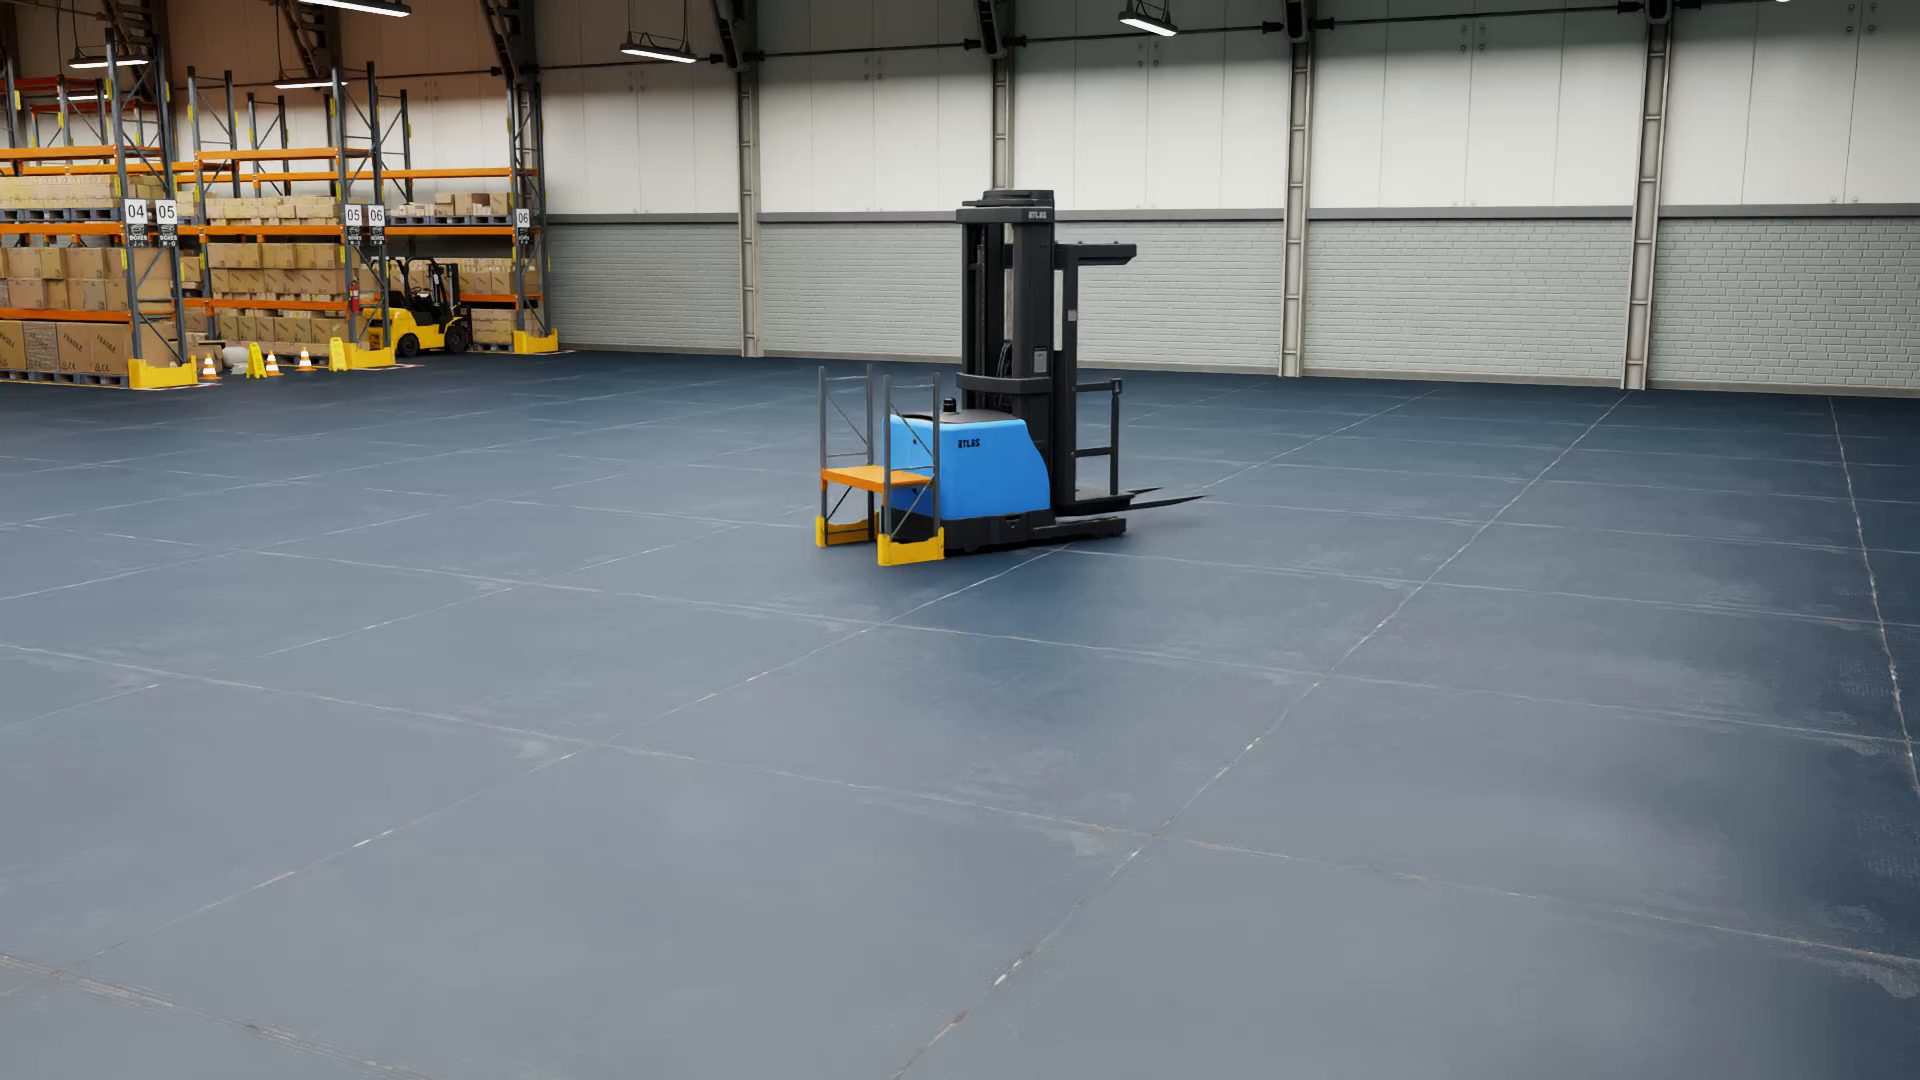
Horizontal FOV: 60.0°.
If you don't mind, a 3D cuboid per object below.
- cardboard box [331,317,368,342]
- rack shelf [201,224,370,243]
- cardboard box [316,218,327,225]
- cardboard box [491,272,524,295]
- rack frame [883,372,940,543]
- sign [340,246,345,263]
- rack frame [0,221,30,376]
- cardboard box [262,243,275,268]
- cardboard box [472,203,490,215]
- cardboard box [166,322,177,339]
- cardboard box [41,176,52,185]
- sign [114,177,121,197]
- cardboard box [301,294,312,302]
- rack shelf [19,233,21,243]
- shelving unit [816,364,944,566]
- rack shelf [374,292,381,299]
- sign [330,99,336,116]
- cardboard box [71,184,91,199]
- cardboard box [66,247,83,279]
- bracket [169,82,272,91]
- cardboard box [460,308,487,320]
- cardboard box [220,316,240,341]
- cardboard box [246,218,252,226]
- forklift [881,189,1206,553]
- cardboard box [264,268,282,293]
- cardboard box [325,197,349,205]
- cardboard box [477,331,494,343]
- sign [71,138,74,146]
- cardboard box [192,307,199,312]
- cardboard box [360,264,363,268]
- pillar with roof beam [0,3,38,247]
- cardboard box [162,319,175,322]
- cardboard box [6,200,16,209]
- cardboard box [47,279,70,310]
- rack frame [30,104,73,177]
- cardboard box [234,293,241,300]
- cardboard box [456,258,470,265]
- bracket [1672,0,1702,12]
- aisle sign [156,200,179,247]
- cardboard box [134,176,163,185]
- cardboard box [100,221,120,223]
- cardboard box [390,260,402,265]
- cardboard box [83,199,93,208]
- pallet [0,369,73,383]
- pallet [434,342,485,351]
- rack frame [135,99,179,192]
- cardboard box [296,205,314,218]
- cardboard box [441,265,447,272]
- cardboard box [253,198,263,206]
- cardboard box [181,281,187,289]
[{"bbox_3d":[-12.512,-4.316,34.092,0.500,0.500,0.500,5,11,24],"label":"cardboard box"},{"bbox_3d":[-13.683,-6.264,34.014,4.000,0.370,1.077,5,11,26],"label":"rack shelf"},{"bbox_3d":[-12.571,-6.334,33.089,0.250,0.149,0.380,5,11,26],"label":"cardboard box"},{"bbox_3d":[-10.254,-5.823,37.701,0.500,0.500,0.500,5,11,25],"label":"cardboard box"},{"bbox_3d":[-0.377,-0.561,13.117,0.500,1.500,0.032,-7,12,-34],"label":"rack frame"},{"bbox_3d":[-12.153,-5.622,32.734,0.005,0.325,0.100,5,11,26],"label":"sign"},{"bbox_3d":[-17.576,-4.501,30.675,0.127,3.000,1.000,5,11,26],"label":"rack frame"},{"bbox_3d":[-13.784,-5.803,33.949,0.500,0.500,0.700,5,11,25],"label":"cardboard box"},{"bbox_3d":[-10.801,-7.480,37.629,0.258,0.266,0.396,5,11,26],"label":"cardboard box"},{"bbox_3d":[-16.237,-4.155,33.659,0.500,0.500,0.500,5,11,26],"label":"cardboard box"},{"bbox_3d":[-15.809,-6.279,29.083,0.250,0.149,0.380,5,11,26],"label":"cardboard box"},{"bbox_3d":[-14.242,-5.973,28.122,0.005,0.325,0.100,5,11,26],"label":"sign"},{"bbox_3d":[-13.060,-4.897,33.571,0.250,0.149,0.380,5,12,27],"label":"cardboard box"},{"bbox_3d":[-19.370,-5.780,31.343,4.000,0.370,1.077,5,11,26],"label":"rack shelf"},{"bbox_3d":[-0.668,-0.637,13.539,0.587,1.500,1.083,-7,12,-34],"label":"shelving unit"},{"bbox_3d":[-15.077,-5.896,40.404,4.000,0.370,1.077,5,11,26],"label":"rack shelf"},{"bbox_3d":[-12.153,-8.387,32.233,0.005,0.325,0.100,5,11,26],"label":"sign"},{"bbox_3d":[-15.000,-6.023,28.792,0.500,0.250,0.500,5,11,26],"label":"cardboard box"},{"bbox_3d":[-15.281,-4.921,29.542,0.550,0.550,0.875,5,11,26],"label":"cardboard box"},{"bbox_3d":[-18.143,-11.351,41.573,4.783,0.066,0.076,5,11,26],"label":"bracket"},{"bbox_3d":[-11.165,-5.187,38.199,0.500,0.250,0.500,5,11,27],"label":"cardboard box"},{"bbox_3d":[-15.067,-4.432,34.733,0.500,0.500,0.500,6,12,29],"label":"cardboard box"},{"bbox_3d":[-14.383,-6.508,34.047,0.250,0.149,0.380,5,11,24],"label":"cardboard box"},{"bbox_3d":[0.826,-1.520,14.401,3.031,2.935,1.130,-7,13,-35],"label":"forklift"},{"bbox_3d":[-13.838,-5.301,33.984,0.500,0.500,0.500,5,11,26],"label":"cardboard box"},{"bbox_3d":[-12.323,-6.708,32.917,0.250,0.149,0.380,5,11,26],"label":"cardboard box"},{"bbox_3d":[-10.699,-4.658,38.086,0.500,0.250,0.500,5,11,26],"label":"cardboard box"},{"bbox_3d":[-23.781,-10.614,44.543,0.005,0.325,0.100,5,11,26],"label":"sign"},{"bbox_3d":[-19.277,-5.875,42.286,0.250,0.149,0.380,5,11,26],"label":"cardboard box"},{"bbox_3d":[-14.124,-6.497,39.605,0.250,0.149,0.380,5,11,26],"label":"cardboard box"},{"bbox_3d":[-27.969,-9.659,42.330,0.548,9.000,9.100,5,11,26],"label":"pillar with roof beam"},{"bbox_3d":[-20.124,-5.625,42.729,0.500,0.500,0.500,6,12,28],"label":"cardboard box"},{"bbox_3d":[-16.719,-5.966,29.596,0.250,0.149,0.380,5,11,25],"label":"cardboard box"},{"bbox_3d":[-15.785,-4.420,29.811,0.500,0.550,0.875,5,11,26],"label":"cardboard box"},{"bbox_3d":[-24.045,-9.990,44.160,0.127,3.000,1.000,5,11,26],"label":"rack frame"},{"bbox_3d":[-14.835,-5.072,34.537,0.250,0.149,0.380,5,11,26],"label":"cardboard box"},{"bbox_3d":[-11.300,-6.371,38.072,0.250,0.149,0.380,5,12,27],"label":"cardboard box"},{"bbox_3d":[11.816,-8.719,27.028,0.430,0.232,0.235,5,11,26],"label":"bracket"},{"bbox_3d":[-13.793,-5.507,28.936,0.004,0.787,0.394,5,11,26],"label":"aisle sign"},{"bbox_3d":[-14.148,-6.263,28.998,0.250,0.149,0.380,5,11,26],"label":"cardboard box"},{"bbox_3d":[-18.218,-7.063,36.132,0.500,0.500,0.700,5,11,26],"label":"cardboard box"},{"bbox_3d":[-13.129,-6.535,38.976,0.250,0.149,0.380,5,12,27],"label":"cardboard box"},{"bbox_3d":[-14.893,-5.806,28.710,0.250,0.149,0.380,5,11,27],"label":"cardboard box"},{"bbox_3d":[-16.929,-3.056,30.524,1.213,0.211,1.003,5,11,26],"label":"pallet"},{"bbox_3d":[-11.491,-4.555,38.804,1.213,0.211,1.003,5,11,26],"label":"pallet"},{"bbox_3d":[-20.458,-9.675,42.418,0.127,3.000,1.000,5,11,26],"label":"rack frame"},{"bbox_3d":[-12.912,-6.572,33.283,0.500,0.250,0.500,5,11,25],"label":"cardboard box"},{"bbox_3d":[-11.736,-6.268,38.341,0.250,0.149,0.380,5,11,25],"label":"cardboard box"},{"bbox_3d":[-14.146,-6.873,33.828,0.250,0.149,0.380,5,11,25],"label":"cardboard box"},{"bbox_3d":[-16.289,-5.402,35.183,0.250,0.149,0.380,5,11,24],"label":"cardboard box"}]
